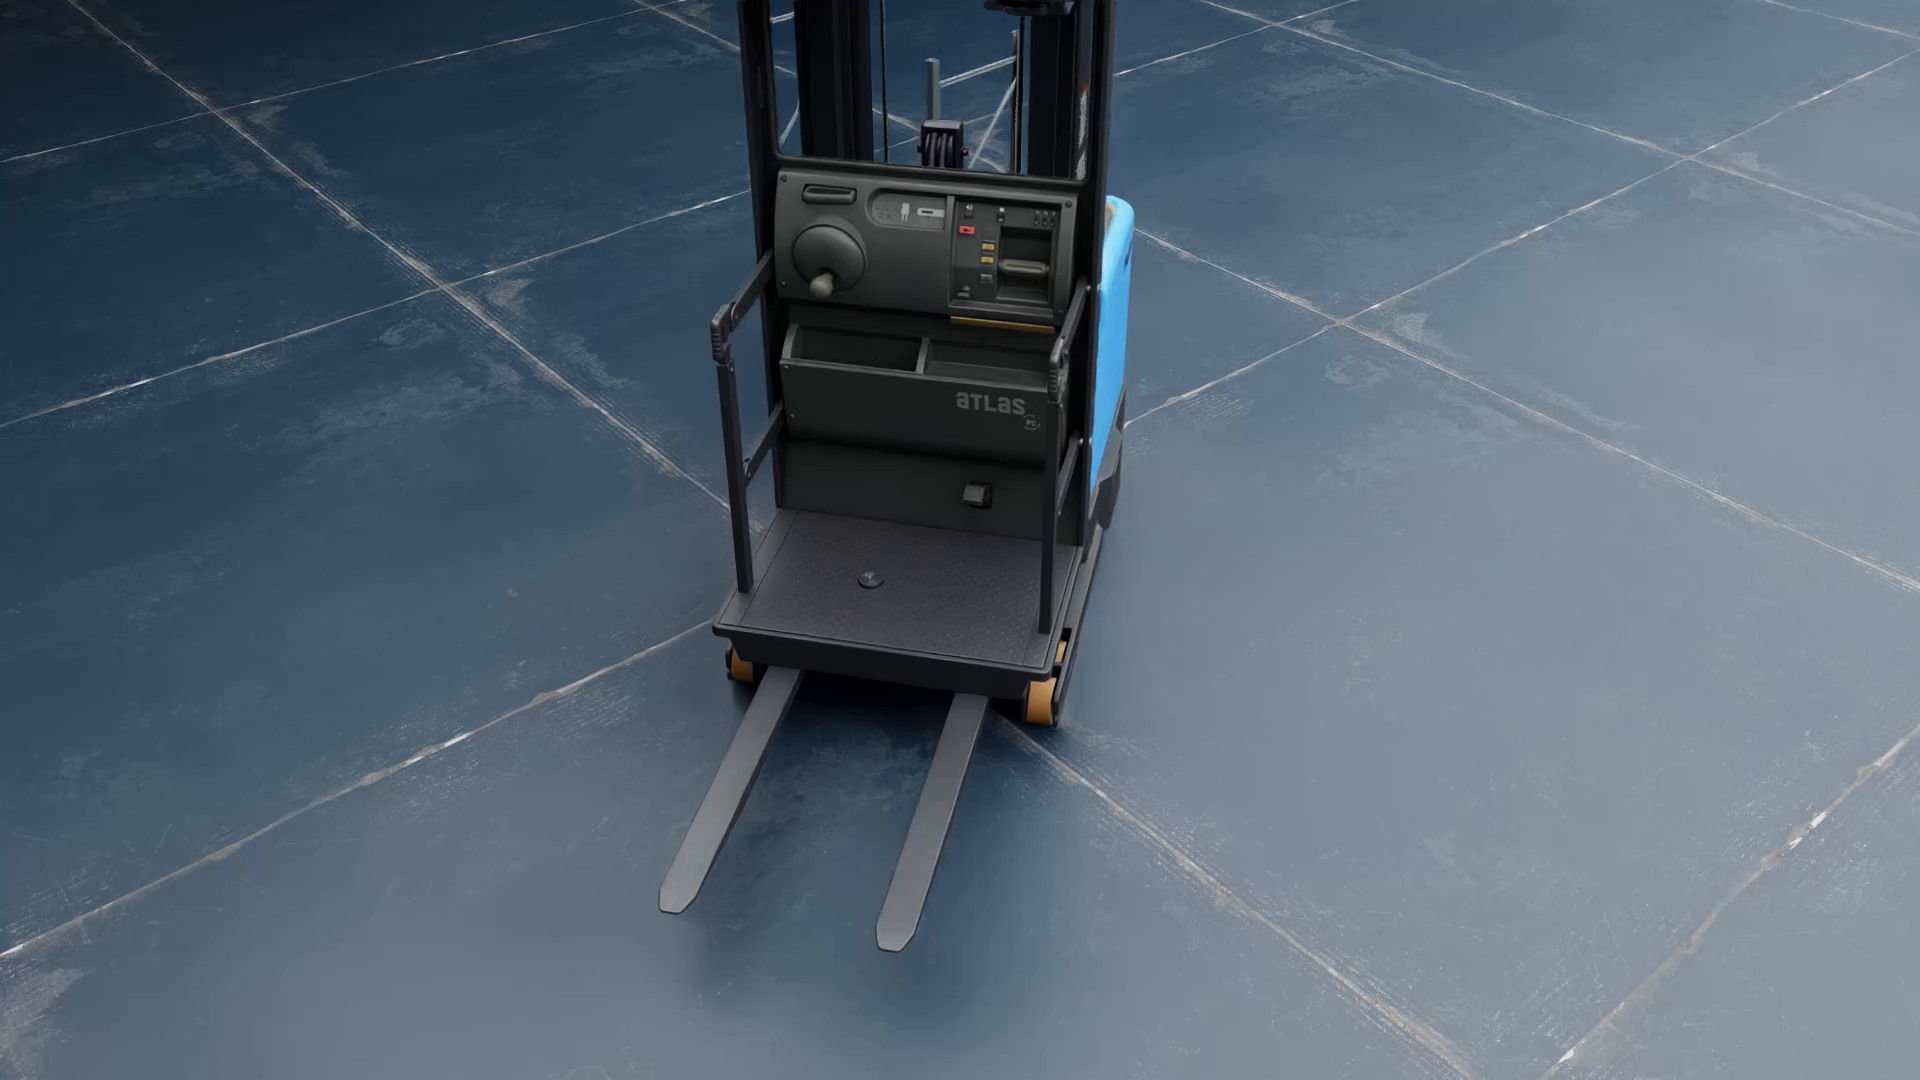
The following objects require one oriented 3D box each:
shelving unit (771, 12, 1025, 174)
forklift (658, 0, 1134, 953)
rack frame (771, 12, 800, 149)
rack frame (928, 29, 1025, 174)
[{"bbox_3d":[-0.293,-1.476,7.036,0.538,1.500,1.048,-30,45,-35],"label":"shelving unit"},{"bbox_3d":[-0.156,-0.833,4.890,1.130,2.935,3.031,7,36,10],"label":"forklift"},{"bbox_3d":[-0.652,-1.684,7.330,0.500,1.500,0.032,-30,45,-35],"label":"rack frame"},{"bbox_3d":[0.067,-1.268,6.743,0.500,1.500,0.032,-30,45,-35],"label":"rack frame"}]
